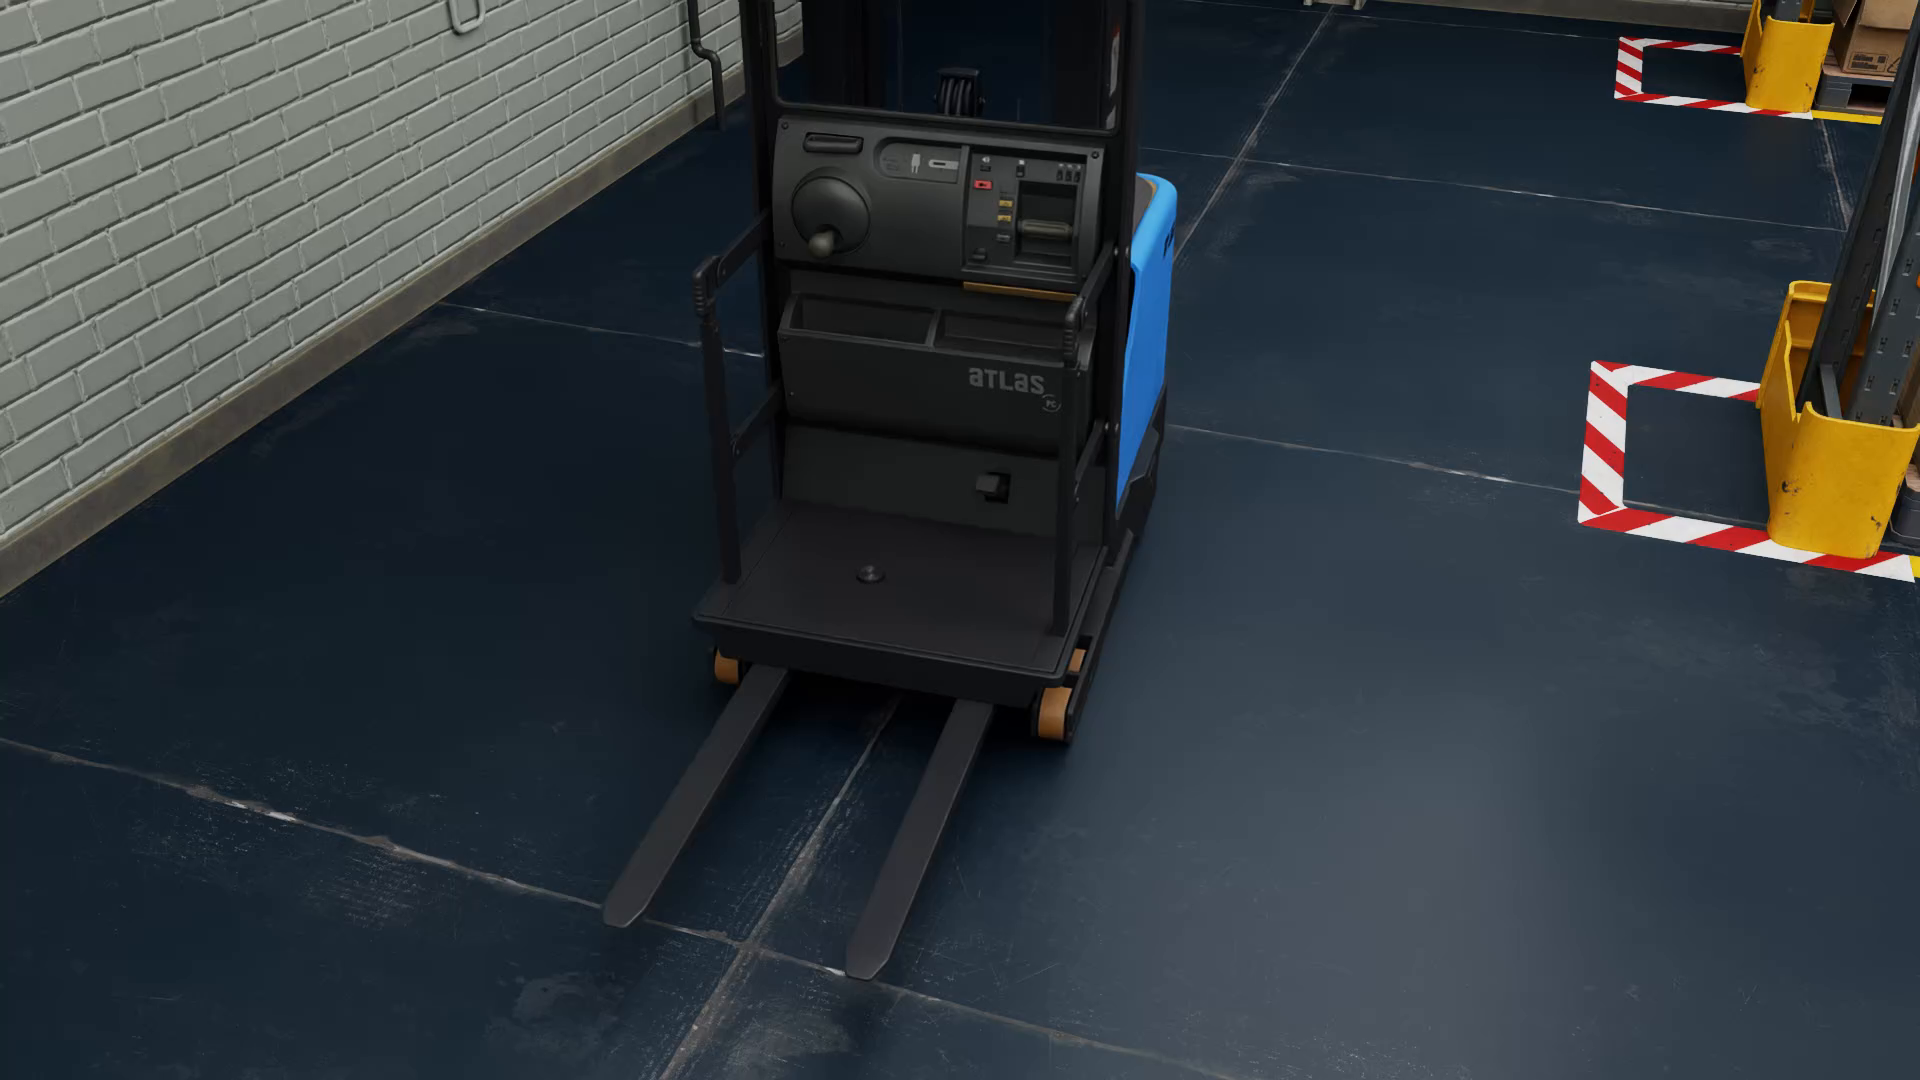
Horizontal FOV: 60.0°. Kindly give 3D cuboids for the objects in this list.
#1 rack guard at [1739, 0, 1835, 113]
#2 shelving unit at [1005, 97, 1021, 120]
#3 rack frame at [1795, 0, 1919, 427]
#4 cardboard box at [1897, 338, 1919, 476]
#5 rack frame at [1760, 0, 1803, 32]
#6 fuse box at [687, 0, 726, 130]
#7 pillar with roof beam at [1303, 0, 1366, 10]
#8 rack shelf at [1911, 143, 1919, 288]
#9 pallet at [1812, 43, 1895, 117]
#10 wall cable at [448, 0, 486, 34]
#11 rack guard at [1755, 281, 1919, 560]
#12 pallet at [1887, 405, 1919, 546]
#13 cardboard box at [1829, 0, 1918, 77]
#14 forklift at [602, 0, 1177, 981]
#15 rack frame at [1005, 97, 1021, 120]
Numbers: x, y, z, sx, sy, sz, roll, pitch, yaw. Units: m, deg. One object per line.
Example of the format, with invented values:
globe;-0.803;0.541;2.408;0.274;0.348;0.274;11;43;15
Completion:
rack guard;4.910;-2.979;9.903;0.348;0.500;1.175;11;34;16
shelving unit;0.277;-1.027;6.234;0.189;1.200;0.258;8;34;12
rack frame;3.167;-1.508;5.320;0.127;3.000;1.000;11;34;16
cardboard box;3.822;-0.538;5.793;0.875;0.438;0.875;10;34;15
rack frame;4.838;-4.043;9.247;0.127;3.000;1.000;11;34;16
fuse box;-1.303;-3.033;8.870;0.414;1.711;0.539;11;34;16
pillar with roof beam;1.152;-5.319;5.692;0.400;9.000;9.100;11;34;16
rack shelf;5.050;-0.840;4.949;4.000;0.370;1.077;11;34;16
pallet;5.661;-2.712;9.757;1.213;0.211;1.003;11;34;16
wall cable;-2.149;-2.968;6.616;0.123;1.953;0.585;11;34;16
rack guard;3.145;-0.462;6.005;0.348;0.500;1.175;11;34;16
pallet;3.946;-0.230;5.912;1.213;0.211;1.003;11;34;16
cardboard box;5.382;-3.011;9.562;0.637;0.503;0.797;10;34;15
forklift;-0.124;-0.881;4.412;1.130;2.935;3.031;8;34;13
rack frame;0.188;-1.039;6.253;0.006;1.200;0.240;8;34;12
